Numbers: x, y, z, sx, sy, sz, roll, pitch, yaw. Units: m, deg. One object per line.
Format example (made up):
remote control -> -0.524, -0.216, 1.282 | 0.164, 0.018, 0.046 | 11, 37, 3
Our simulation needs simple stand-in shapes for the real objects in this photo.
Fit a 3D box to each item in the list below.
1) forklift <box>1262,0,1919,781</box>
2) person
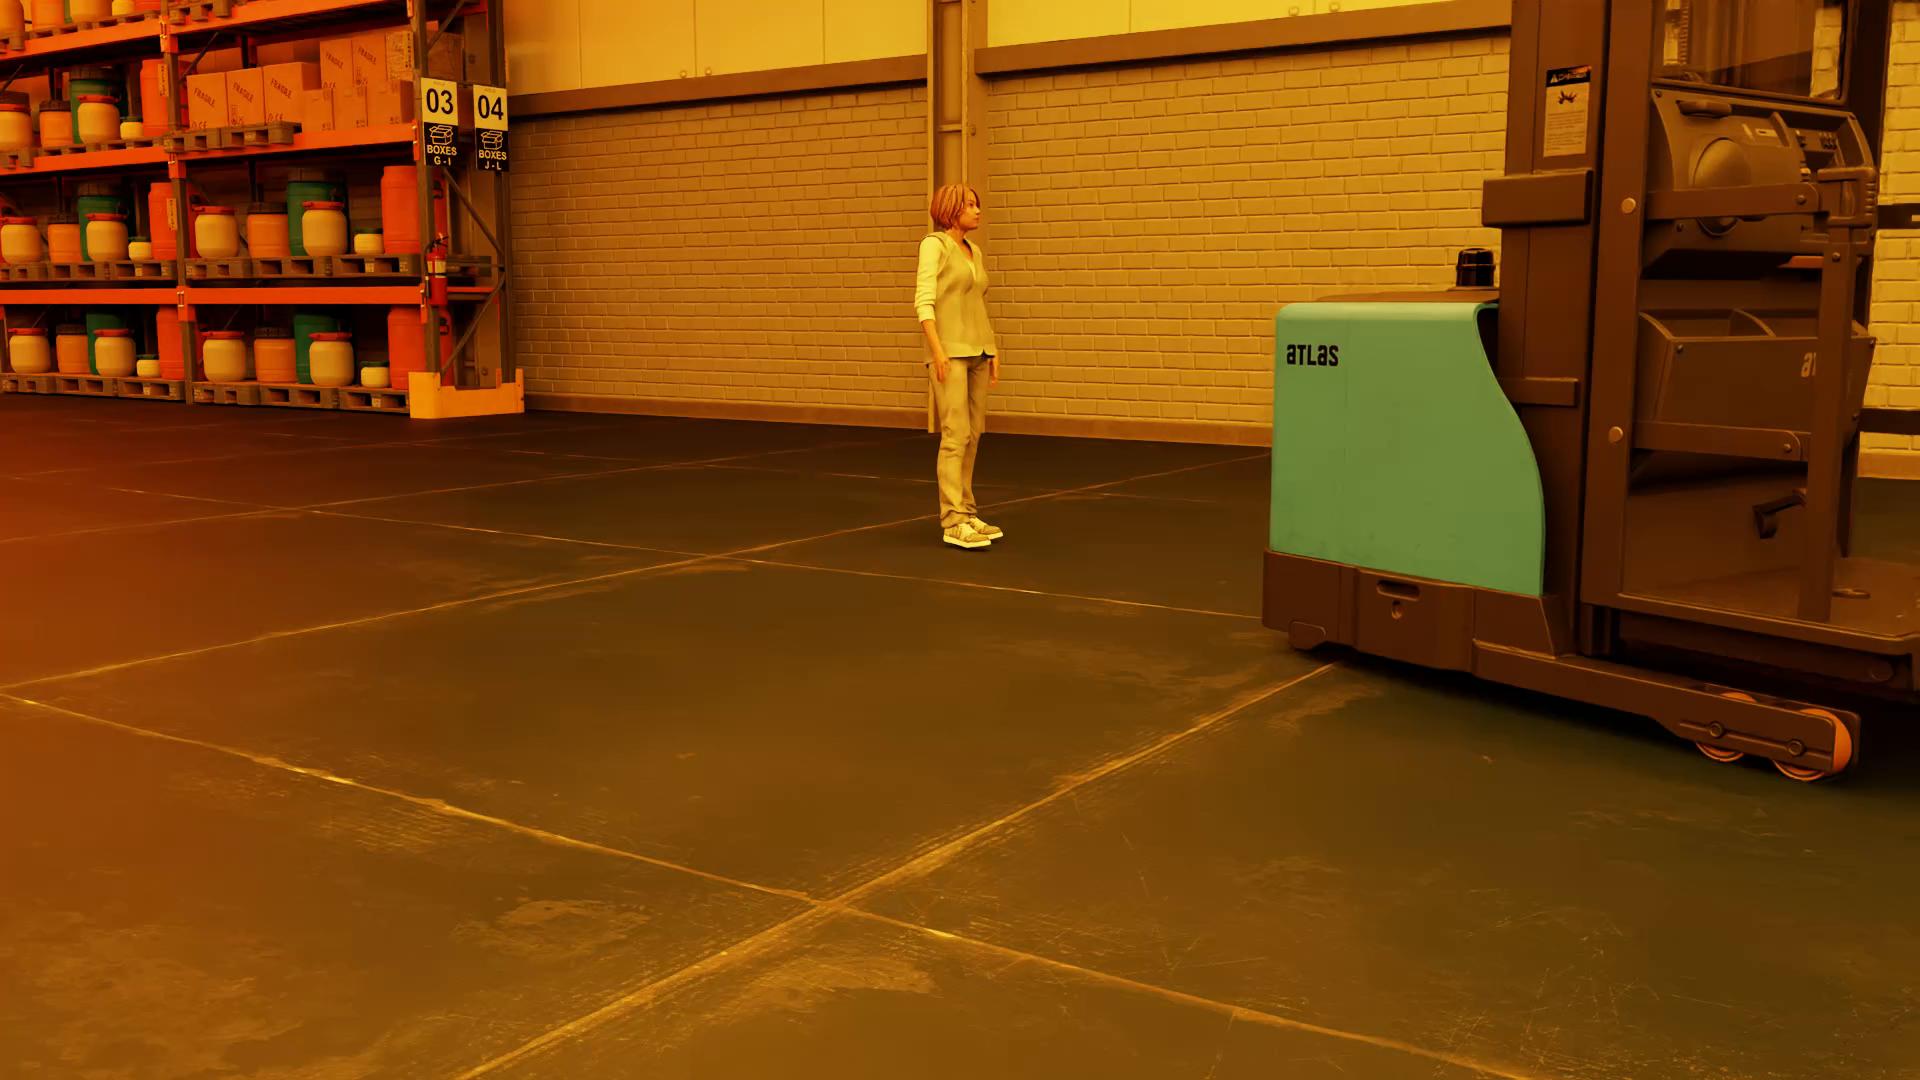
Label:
forklift -> 2.188, -0.981, 4.089 | 1.130, 2.935, 3.031 | -5, 10, -34
person -> 0.054, -0.791, 7.437 | 0.473, 1.599, 0.520 | 5, 10, 34
